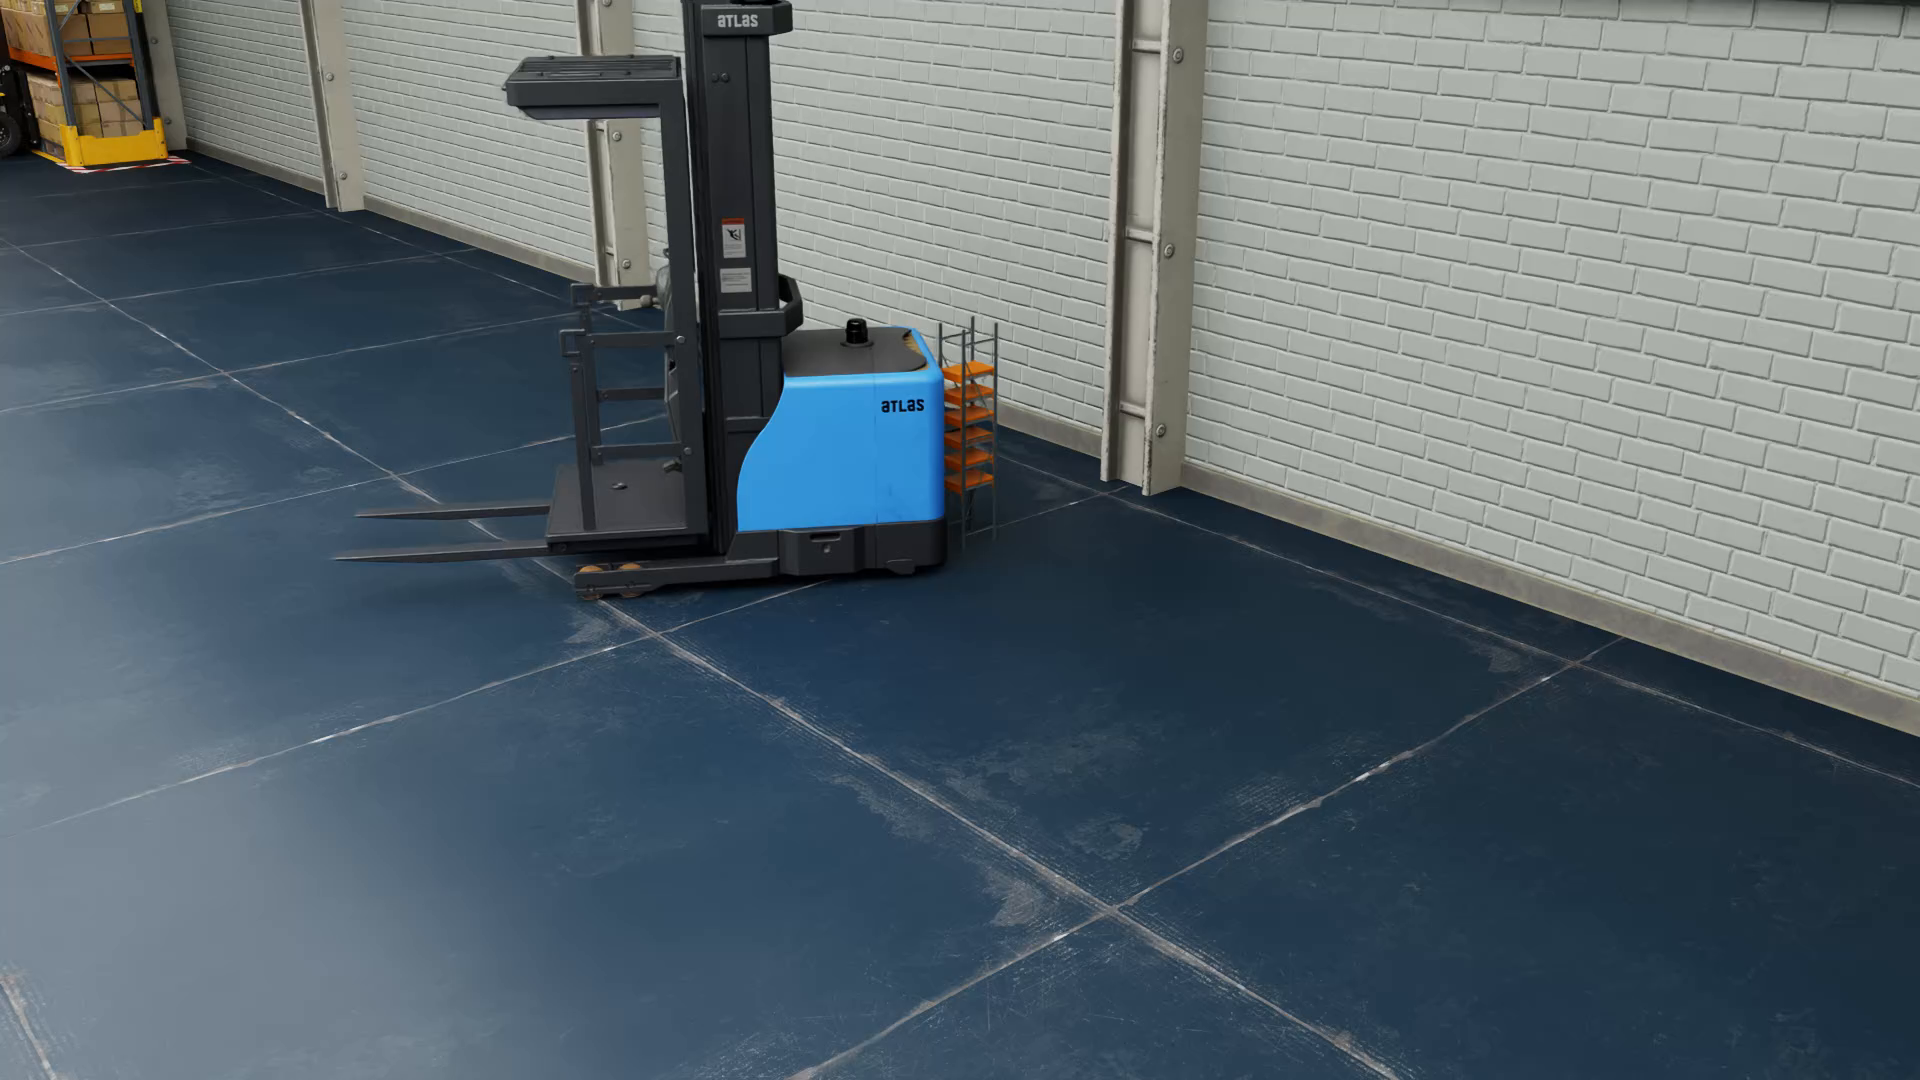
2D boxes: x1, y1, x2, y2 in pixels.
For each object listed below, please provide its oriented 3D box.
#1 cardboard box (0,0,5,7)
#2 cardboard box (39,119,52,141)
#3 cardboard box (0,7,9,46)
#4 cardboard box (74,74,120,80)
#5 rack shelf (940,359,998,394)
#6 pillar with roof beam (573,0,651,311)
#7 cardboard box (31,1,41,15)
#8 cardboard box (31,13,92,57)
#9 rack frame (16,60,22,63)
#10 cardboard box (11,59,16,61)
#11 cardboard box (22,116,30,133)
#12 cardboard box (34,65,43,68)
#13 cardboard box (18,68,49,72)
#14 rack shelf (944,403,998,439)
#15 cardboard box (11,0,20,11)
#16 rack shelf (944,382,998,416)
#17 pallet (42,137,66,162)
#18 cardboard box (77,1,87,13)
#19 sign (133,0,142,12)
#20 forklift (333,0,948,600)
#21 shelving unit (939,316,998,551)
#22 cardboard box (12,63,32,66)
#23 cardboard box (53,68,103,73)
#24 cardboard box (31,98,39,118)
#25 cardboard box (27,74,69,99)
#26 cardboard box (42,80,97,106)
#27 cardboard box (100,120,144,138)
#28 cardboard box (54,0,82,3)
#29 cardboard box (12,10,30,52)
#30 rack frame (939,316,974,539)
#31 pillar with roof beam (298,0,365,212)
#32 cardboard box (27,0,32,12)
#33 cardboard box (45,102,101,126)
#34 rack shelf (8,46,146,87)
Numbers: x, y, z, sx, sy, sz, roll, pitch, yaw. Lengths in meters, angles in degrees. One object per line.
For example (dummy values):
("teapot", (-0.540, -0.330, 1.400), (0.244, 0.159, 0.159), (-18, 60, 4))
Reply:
("cardboard box", (-12.688, -7.250, 22.356), (0.380, 0.149, 0.250), (-19, 28, -39))
("cardboard box", (-11.763, -5.417, 21.897), (0.500, 0.250, 0.500), (-17, 27, -37))
("cardboard box", (-12.735, -6.995, 22.594), (0.500, 0.500, 0.500), (-18, 28, -38))
("cardboard box", (-11.399, -6.004, 22.023), (0.500, 0.250, 0.500), (-17, 27, -37))
("rack shelf", (0.042, -0.850, 8.644), (0.258, 0.103, 0.180), (-17, 27, -37))
("pillar with roof beam", (-6.100, -5.168, 9.839), (9.100, 9.000, 0.400), (-17, 27, -37))
("cardboard box", (-11.528, -6.749, 21.076), (0.380, 0.149, 0.250), (-17, 27, -37))
("cardboard box", (-11.420, -6.428, 21.145), (0.500, 0.500, 0.500), (-18, 28, -39))
("rack frame", (-13.511, -7.413, 23.797), (1.000, 3.000, 0.127), (-17, 27, -37))
("cardboard box", (-14.853, -7.068, 25.596), (0.875, 0.625, 0.625), (-19, 28, -40))
("cardboard box", (-12.439, -5.696, 22.608), (0.500, 0.250, 0.500), (-16, 27, -36))
("cardboard box", (-12.701, -6.567, 23.462), (0.500, 0.250, 0.500), (-18, 28, -38))
("cardboard box", (-12.773, -6.307, 22.797), (0.500, 0.250, 0.500), (-16, 27, -36))
("rack shelf", (0.042, -0.627, 8.732), (0.258, 0.103, 0.180), (-17, 27, -37))
("cardboard box", (-12.194, -7.034, 21.804), (0.380, 0.149, 0.250), (-17, 27, -37))
("rack shelf", (0.042, -0.739, 8.688), (0.258, 0.103, 0.180), (-17, 27, -37))
("pallet", (-11.431, -5.211, 21.998), (1.003, 0.211, 1.213), (-17, 27, -37))
("cardboard box", (-11.134, -6.865, 21.372), (0.380, 0.149, 0.250), (-17, 27, -37))
("sign", (-10.476, -6.878, 21.137), (0.100, 0.325, 0.005), (-17, 27, -37))
("forklift", (-1.629, -1.275, 8.219), (3.031, 2.935, 1.130), (-3, 22, -9))
("shelving unit", (0.042, -0.556, 8.760), (0.258, 1.200, 0.189), (-17, 27, -37))
("cardboard box", (-13.433, -6.585, 23.508), (0.500, 0.250, 0.500), (-18, 28, -38))
("cardboard box", (-12.047, -6.288, 22.748), (0.500, 0.250, 0.500), (-18, 28, -38))
("cardboard box", (-12.127, -5.795, 22.175), (0.500, 0.250, 0.500), (-18, 28, -39))
("cardboard box", (-12.112, -6.018, 22.060), (0.500, 0.250, 0.500), (-17, 27, -37))
("cardboard box", (-11.437, -5.742, 21.354), (0.500, 0.250, 0.500), (-16, 27, -36))
("cardboard box", (-11.072, -5.405, 21.866), (0.500, 0.250, 0.500), (-17, 27, -37))
("cardboard box", (-11.293, -6.844, 20.910), (0.380, 0.149, 0.250), (-17, 27, -37))
("cardboard box", (-12.087, -6.715, 21.878), (0.500, 0.500, 0.500), (-18, 28, -38))
("rack frame", (-0.017, -0.582, 8.824), (0.240, 1.200, 0.006), (-17, 27, -37))
("pillar with roof beam", (-10.017, -6.826, 14.072), (9.100, 9.000, 0.400), (-17, 27, -37))
("cardboard box", (-11.804, -6.906, 21.478), (0.380, 0.149, 0.250), (-18, 27, -38))
("cardboard box", (-11.455, -5.516, 21.463), (0.500, 0.250, 0.500), (-18, 28, -38))
("rack shelf", (-12.205, -6.525, 22.518), (1.077, 0.370, 4.000), (-17, 27, -37))
